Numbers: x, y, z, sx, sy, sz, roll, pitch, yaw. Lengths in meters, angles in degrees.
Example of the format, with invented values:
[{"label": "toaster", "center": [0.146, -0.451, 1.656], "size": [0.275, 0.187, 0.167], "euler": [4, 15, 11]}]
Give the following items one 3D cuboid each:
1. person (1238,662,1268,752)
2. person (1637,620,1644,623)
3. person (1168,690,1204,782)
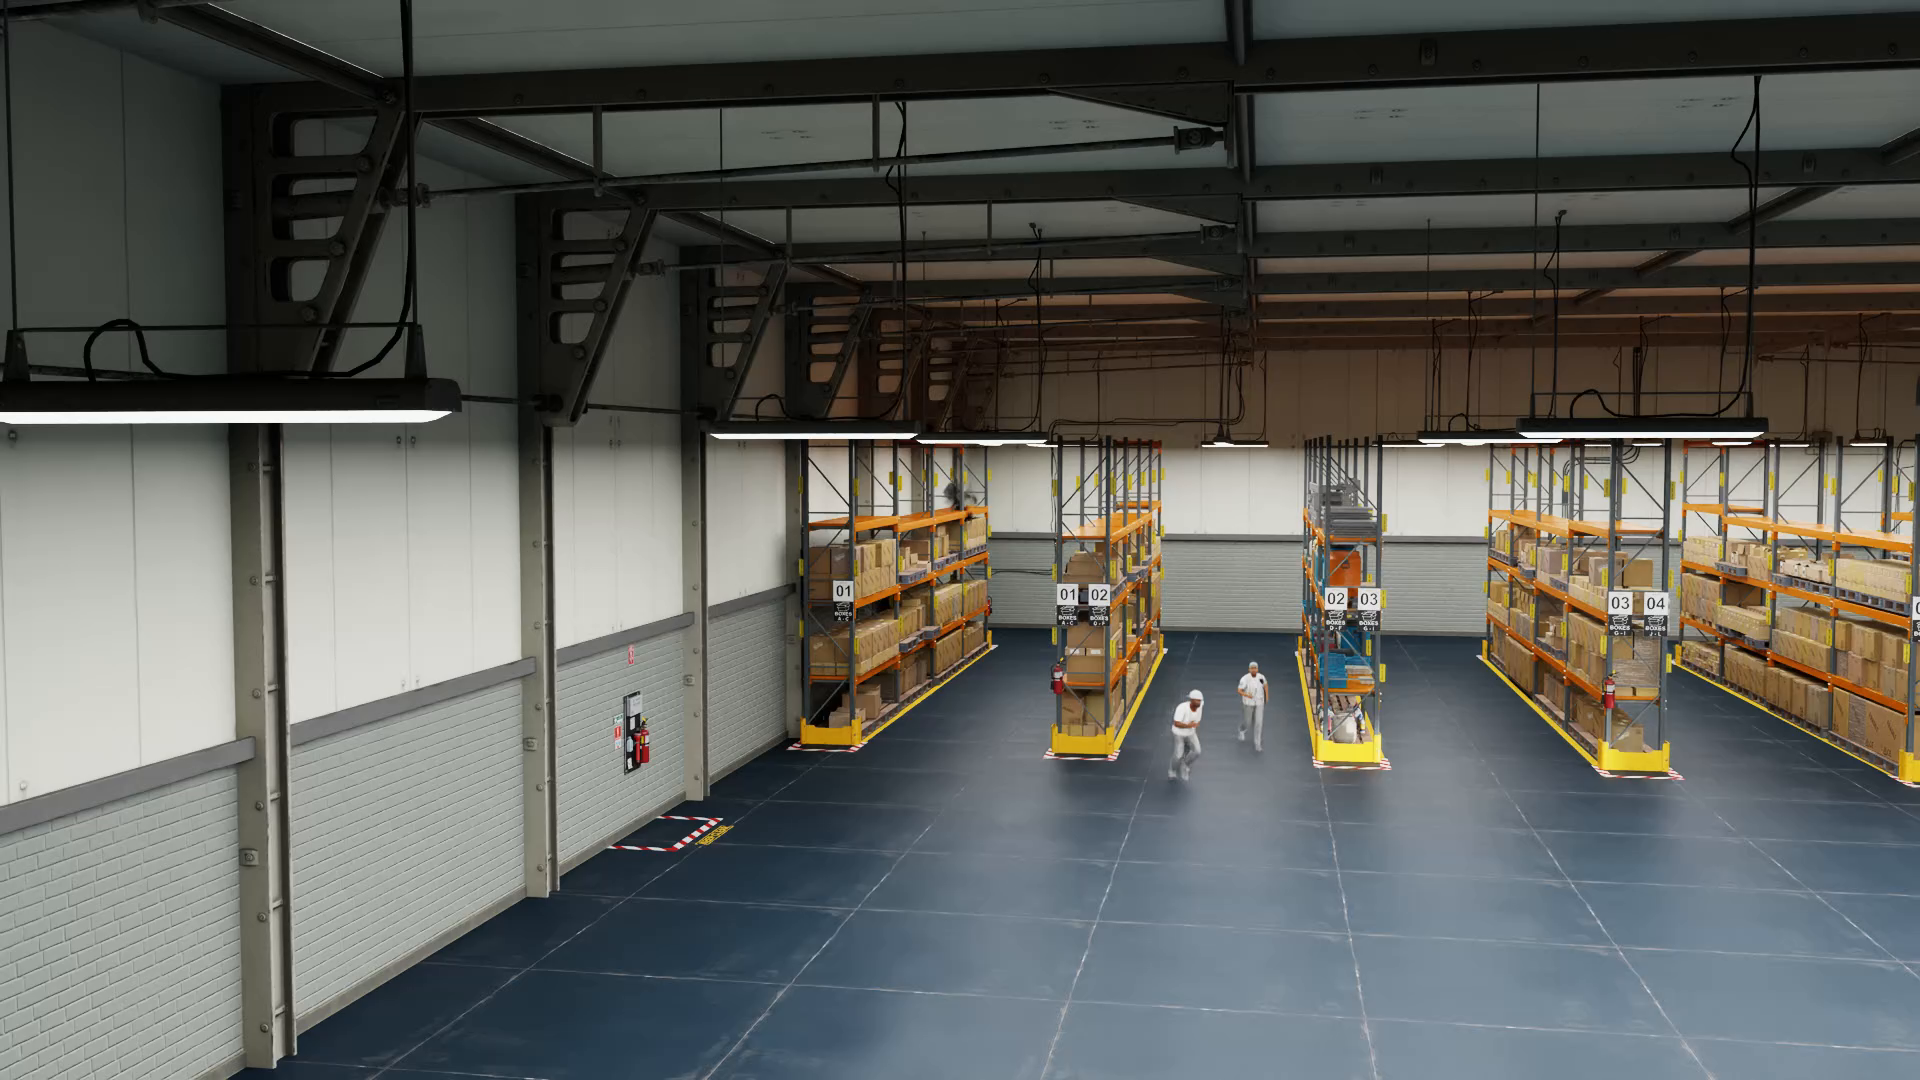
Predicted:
[{"label": "person", "center": [5.638, 3.171, 31.987], "size": [0.614, 1.677, 0.915], "euler": [0, 3, -2]}, {"label": "person", "center": [17.890, 2.484, 43.692], "size": [0.648, 1.807, 0.700], "euler": [1, 3, 14]}, {"label": "person", "center": [3.923, 3.358, 28.644], "size": [0.743, 1.625, 0.928], "euler": [-2, 4, -31]}]
